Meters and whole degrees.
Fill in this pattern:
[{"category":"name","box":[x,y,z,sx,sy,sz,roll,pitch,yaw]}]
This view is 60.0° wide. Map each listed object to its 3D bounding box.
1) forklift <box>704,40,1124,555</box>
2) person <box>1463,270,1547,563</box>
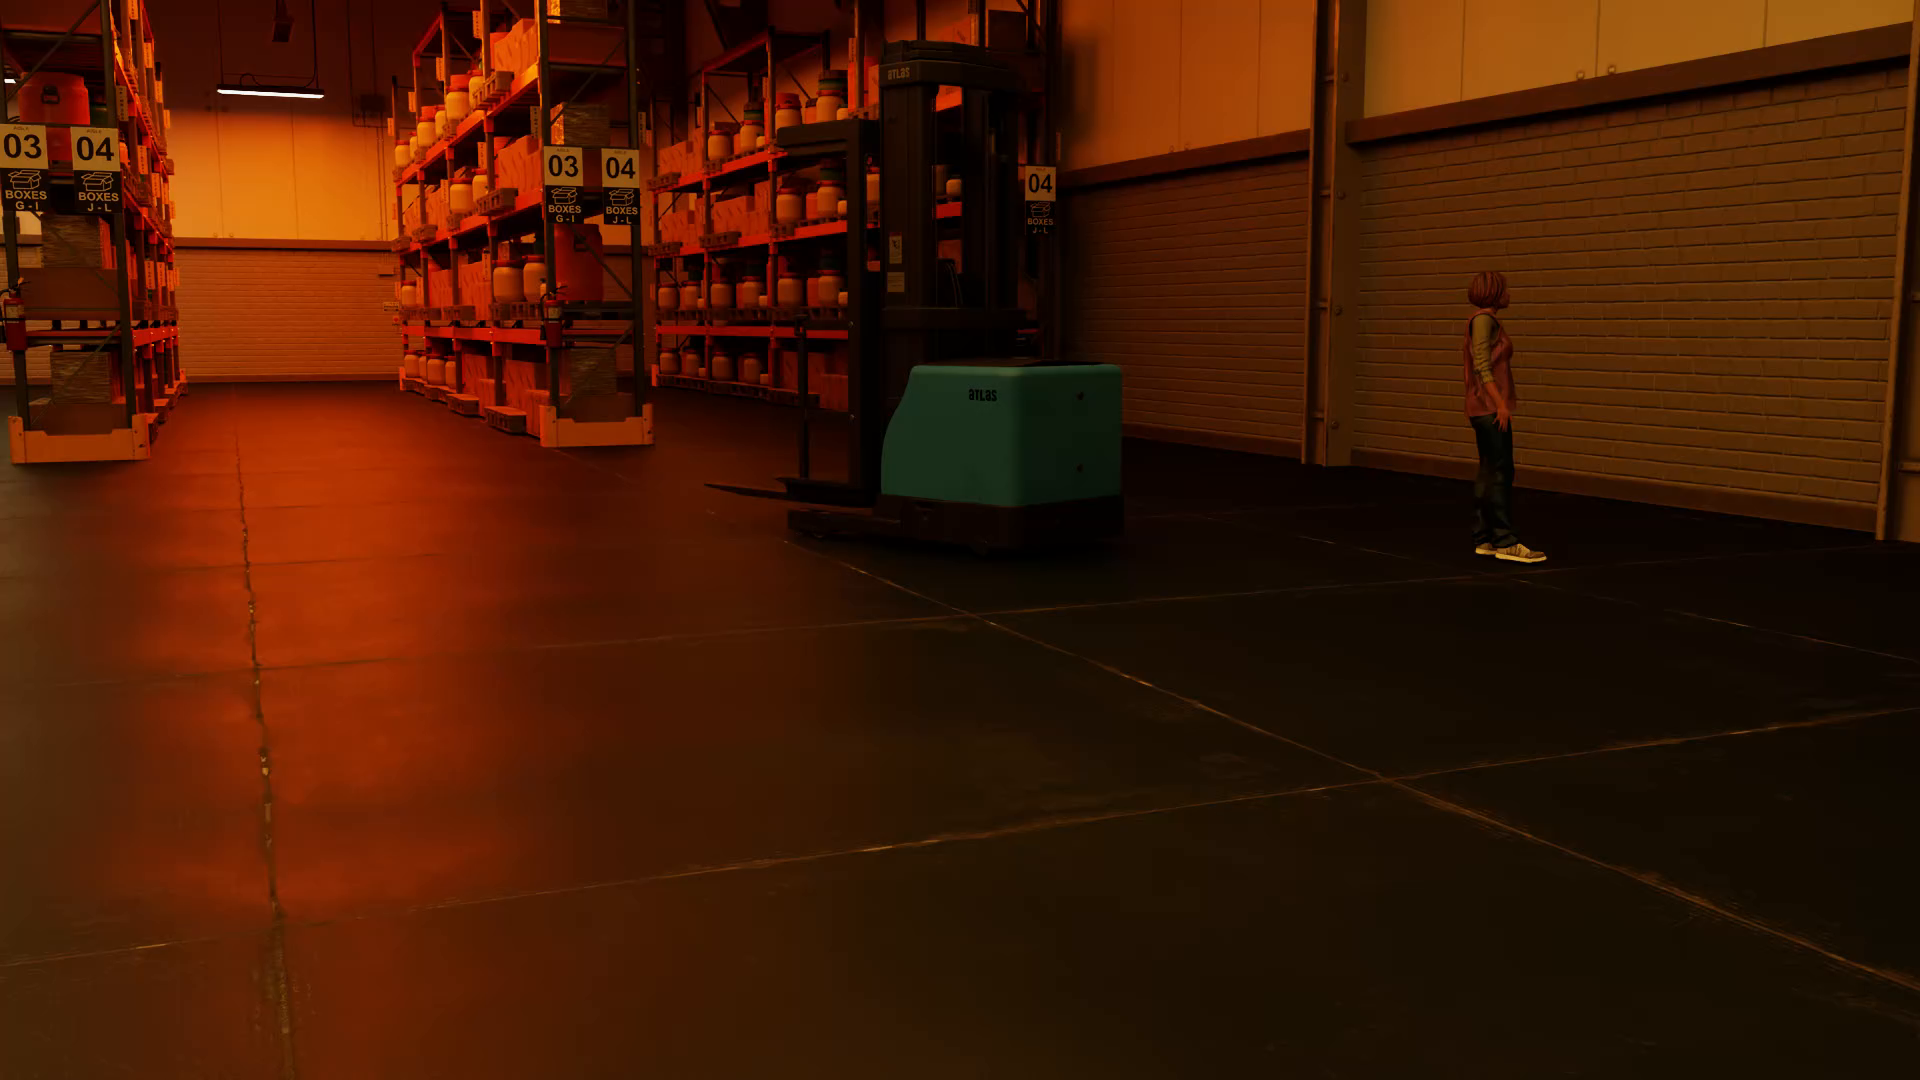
[{"category":"forklift","box":[-0.436,-1.509,10.383,3.031,2.935,1.130,7,10,44]},{"category":"person","box":[3.042,-0.697,9.273,0.474,1.598,0.519,2,8,16]}]
